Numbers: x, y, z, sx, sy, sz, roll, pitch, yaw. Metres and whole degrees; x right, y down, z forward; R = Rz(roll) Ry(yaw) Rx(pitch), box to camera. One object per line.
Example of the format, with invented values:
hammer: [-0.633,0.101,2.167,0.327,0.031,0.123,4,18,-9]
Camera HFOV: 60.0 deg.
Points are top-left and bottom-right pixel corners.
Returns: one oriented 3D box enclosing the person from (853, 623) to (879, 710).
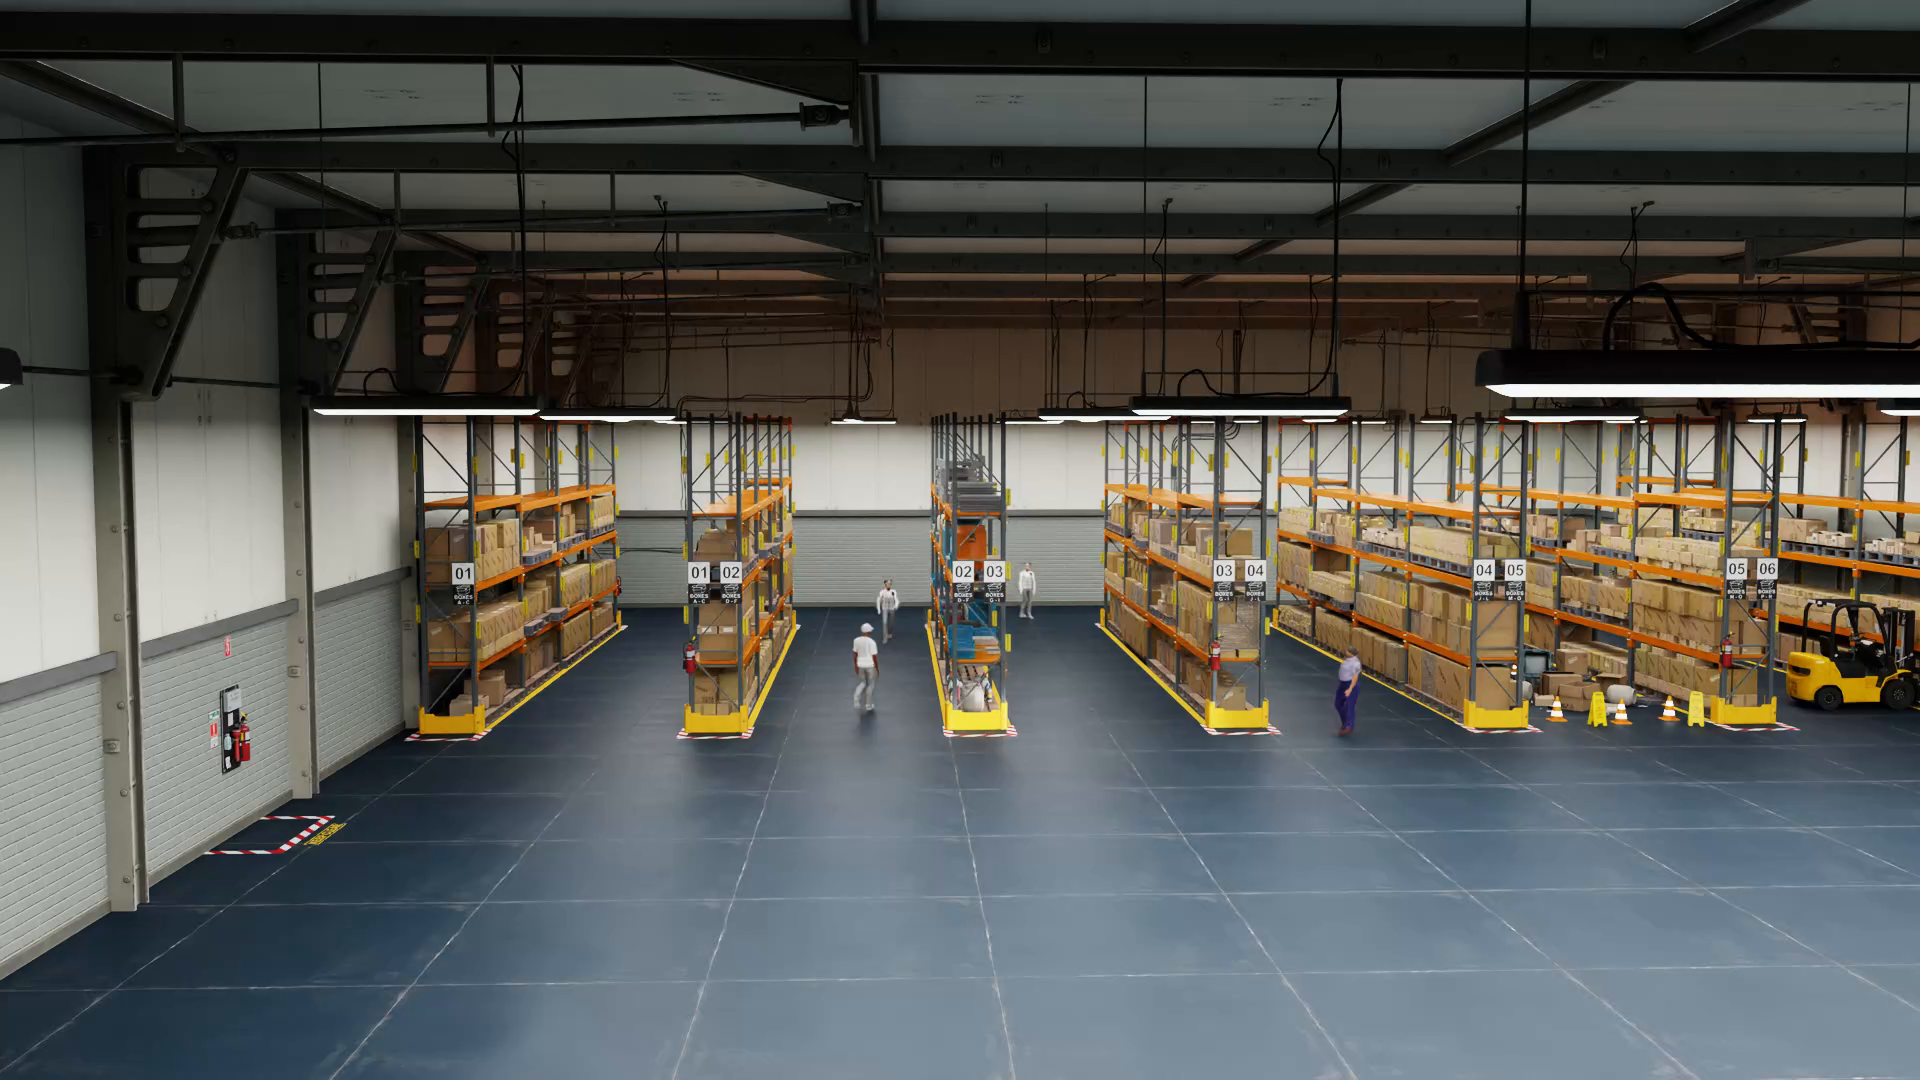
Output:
person: [-1.905,2.553,33.458,0.581,1.758,0.603,2,5,31]

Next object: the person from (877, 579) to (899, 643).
person: [-1.930,1.892,44.434,0.583,1.700,0.897,0,4,-1]

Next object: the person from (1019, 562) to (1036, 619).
person: [2.007,1.497,49.836,0.500,1.702,0.457,-2,4,-30]

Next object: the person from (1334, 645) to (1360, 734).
person: [7.233,2.802,31.153,0.455,1.693,0.577,-2,4,-23]
